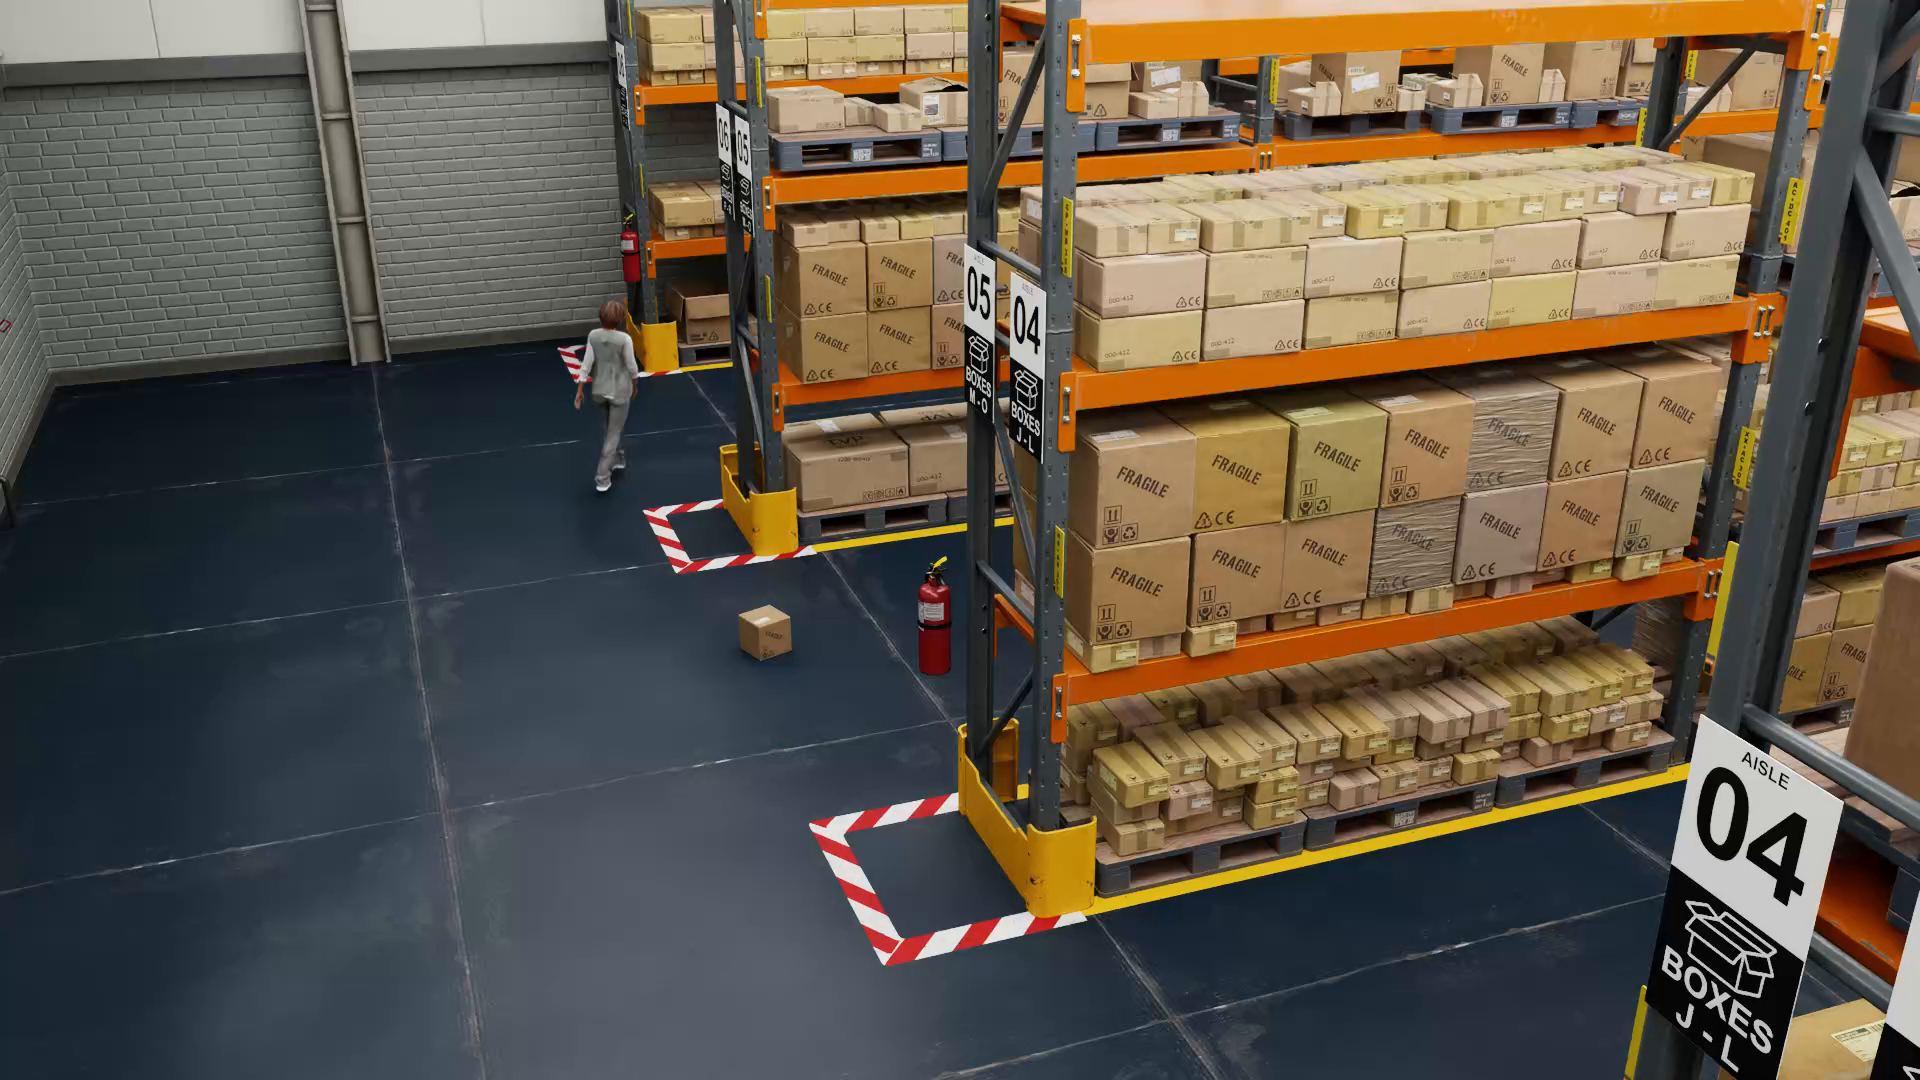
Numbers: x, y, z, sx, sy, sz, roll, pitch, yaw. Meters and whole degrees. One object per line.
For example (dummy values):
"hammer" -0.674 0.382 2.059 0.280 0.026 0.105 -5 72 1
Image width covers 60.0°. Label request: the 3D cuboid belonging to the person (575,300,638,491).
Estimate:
"person" -2.855 -1.223 13.694 0.489 1.573 0.755 6 24 13
